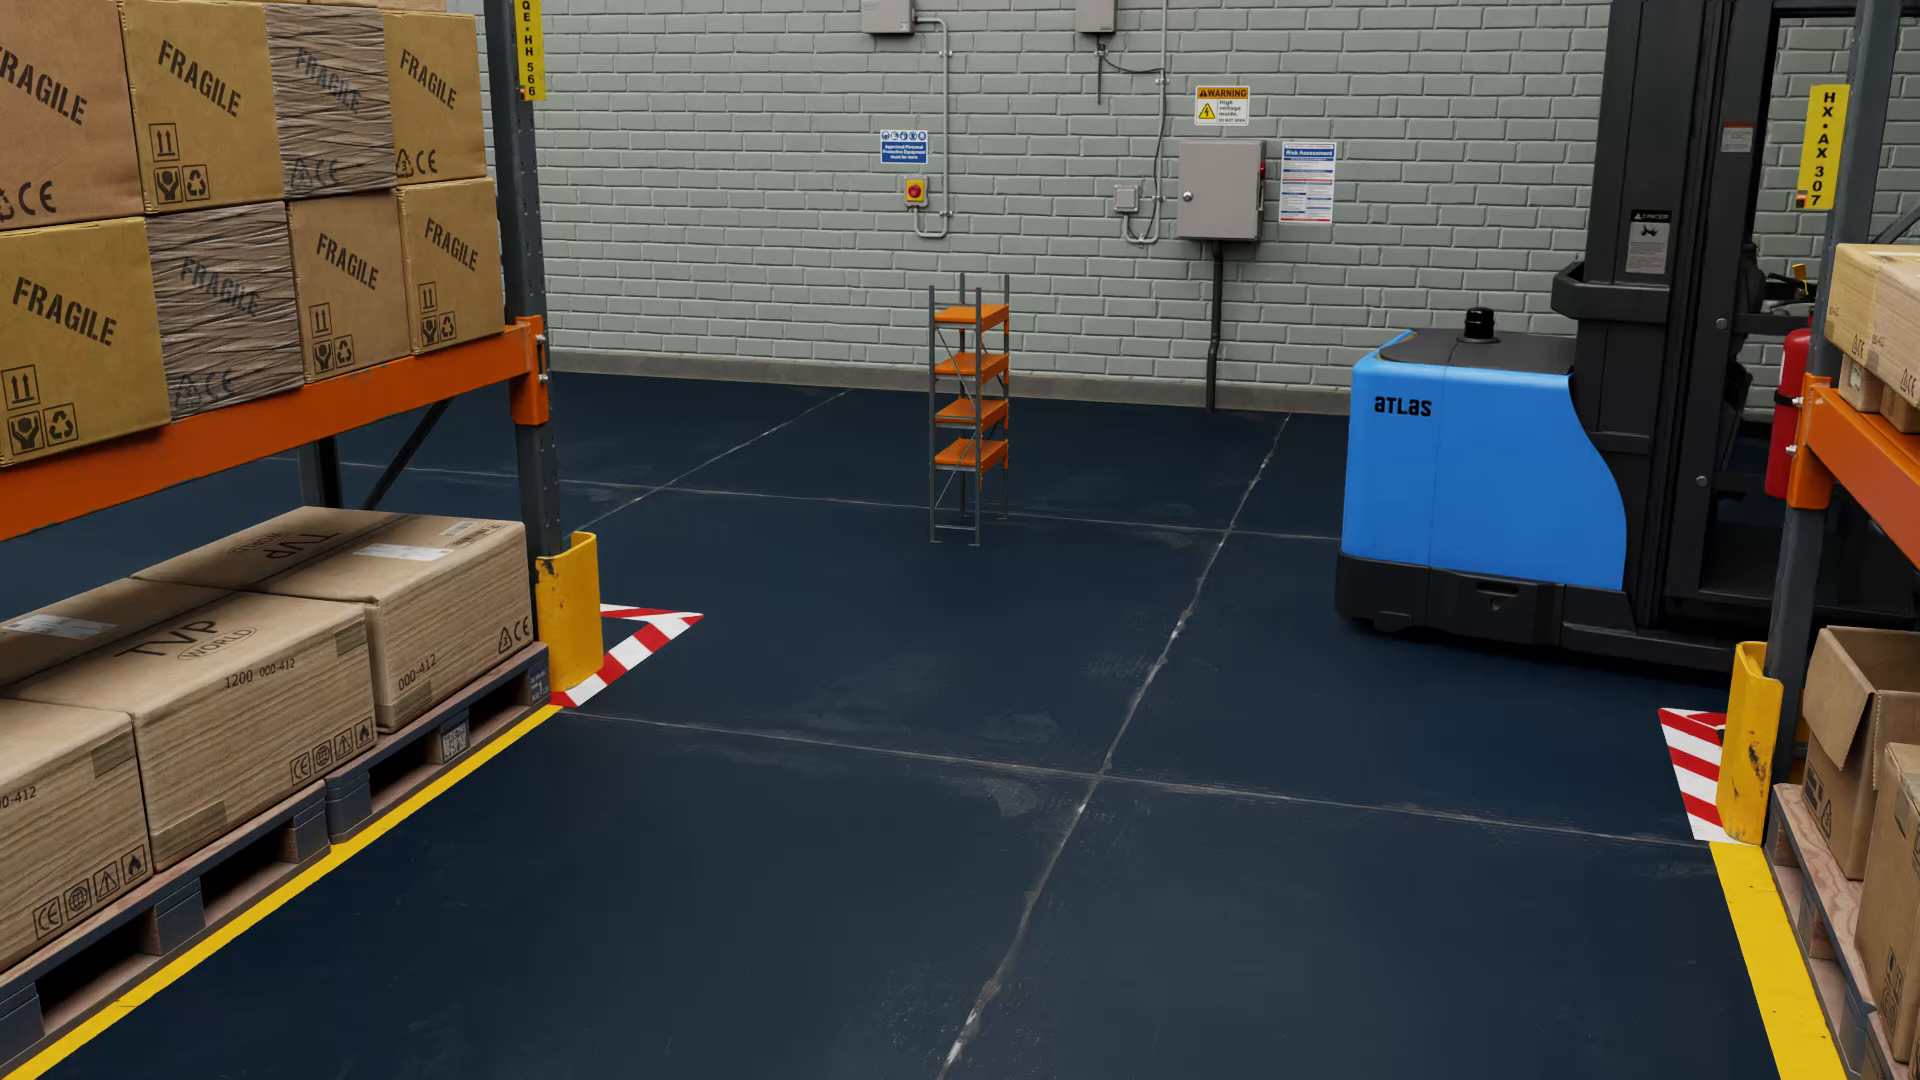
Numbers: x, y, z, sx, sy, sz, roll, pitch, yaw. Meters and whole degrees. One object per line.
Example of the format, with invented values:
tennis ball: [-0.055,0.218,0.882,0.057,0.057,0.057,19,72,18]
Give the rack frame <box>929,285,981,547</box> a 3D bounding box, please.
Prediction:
rack frame: [-0.022,-0.557,7.593,0.240,1.200,0.015,5,16,16]

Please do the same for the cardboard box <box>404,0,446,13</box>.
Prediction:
cardboard box: [-1.833,-1.711,5.161,0.380,0.149,0.250,5,17,17]

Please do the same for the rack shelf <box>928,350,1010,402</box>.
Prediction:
rack shelf: [0.047,-0.771,7.776,0.258,0.148,0.480,5,16,16]

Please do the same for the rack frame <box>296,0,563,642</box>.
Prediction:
rack frame: [-1.923,-0.979,5.785,1.000,3.000,0.127,5,16,16]

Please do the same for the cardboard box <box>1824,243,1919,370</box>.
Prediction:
cardboard box: [2.450,-0.569,4.067,0.500,0.250,0.500,5,17,16]

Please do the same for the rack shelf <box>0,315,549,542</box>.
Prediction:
rack shelf: [-2.491,-0.110,4.039,1.077,0.370,4.000,5,16,16]

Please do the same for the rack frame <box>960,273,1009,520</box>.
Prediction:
rack frame: [0.116,-0.684,8.043,0.240,1.200,0.015,5,16,16]

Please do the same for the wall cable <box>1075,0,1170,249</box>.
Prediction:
wall cable: [1.020,-2.838,10.477,0.588,1.984,0.122,5,16,16]

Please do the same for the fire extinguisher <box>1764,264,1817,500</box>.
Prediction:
fire extinguisher: [2.436,-0.453,4.755,0.296,0.674,0.183,5,16,16]

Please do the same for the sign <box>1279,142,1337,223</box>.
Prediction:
sign: [2.162,-2.226,10.353,0.329,0.494,0.001,5,16,16]

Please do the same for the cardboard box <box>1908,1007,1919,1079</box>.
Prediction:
cardboard box: [2.046,0.909,2.939,0.500,0.500,0.500,5,17,17]

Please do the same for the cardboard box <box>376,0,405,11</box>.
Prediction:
cardboard box: [-1.882,-1.643,4.920,0.380,0.149,0.250,5,17,17]

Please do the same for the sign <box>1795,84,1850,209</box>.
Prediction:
sign: [2.317,-1.054,4.462,0.100,0.325,0.005,5,16,16]

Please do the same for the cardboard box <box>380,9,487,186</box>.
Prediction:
cardboard box: [-1.832,-1.364,5.125,0.500,0.500,0.500,5,17,18]

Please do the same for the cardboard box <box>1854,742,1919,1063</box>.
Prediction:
cardboard box: [2.292,0.778,3.399,0.700,0.500,0.500,5,17,18]

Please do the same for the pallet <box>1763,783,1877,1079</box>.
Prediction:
pallet: [2.590,0.975,4.007,1.003,0.211,1.213,5,16,16]

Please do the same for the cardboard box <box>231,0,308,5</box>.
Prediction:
cardboard box: [-1.986,-1.506,4.438,0.380,0.149,0.250,5,17,17]

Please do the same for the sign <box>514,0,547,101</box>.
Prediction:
sign: [-1.407,-1.605,5.434,0.100,0.325,0.005,5,16,16]

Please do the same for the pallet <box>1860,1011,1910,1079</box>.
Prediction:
pallet: [2.241,1.293,2.885,1.003,0.211,1.213,5,16,16]

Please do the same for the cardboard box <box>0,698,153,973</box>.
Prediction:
cardboard box: [-2.525,0.707,3.764,0.875,0.438,0.875,4,16,14]

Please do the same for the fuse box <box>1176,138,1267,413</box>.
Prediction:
fuse box: [1.630,-1.636,10.460,0.539,1.711,0.414,5,16,16]

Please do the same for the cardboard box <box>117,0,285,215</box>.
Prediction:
cardboard box: [-2.096,-1.096,4.180,0.500,0.500,0.500,5,16,16]

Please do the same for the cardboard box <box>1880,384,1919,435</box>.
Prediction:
cardboard box: [2.453,-0.340,3.991,0.380,0.149,0.250,5,17,17]

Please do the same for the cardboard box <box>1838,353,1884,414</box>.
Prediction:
cardboard box: [2.481,-0.410,4.238,0.380,0.149,0.250,4,16,15]

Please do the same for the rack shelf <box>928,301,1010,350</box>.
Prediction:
rack shelf: [0.047,-0.999,7.711,0.258,0.148,0.480,5,16,16]

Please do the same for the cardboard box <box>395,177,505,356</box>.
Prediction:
cardboard box: [-1.806,-0.881,5.254,0.500,0.500,0.500,5,17,16]

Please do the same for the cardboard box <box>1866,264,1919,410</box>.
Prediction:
cardboard box: [2.307,-0.437,3.602,0.500,0.250,0.500,5,17,16]

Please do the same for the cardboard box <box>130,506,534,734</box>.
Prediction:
cardboard box: [-2.015,0.232,5.442,0.875,0.438,0.875,4,16,14]

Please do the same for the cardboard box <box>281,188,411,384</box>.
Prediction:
cardboard box: [-1.963,-0.751,4.796,0.500,0.500,0.500,4,16,15]

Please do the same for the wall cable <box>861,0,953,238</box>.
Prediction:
wall cable: [-0.343,-2.960,10.850,0.585,1.953,0.123,5,16,16]

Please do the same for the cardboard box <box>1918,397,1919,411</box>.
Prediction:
cardboard box: [2.166,-0.304,3.133,0.500,0.250,0.500,4,16,15]

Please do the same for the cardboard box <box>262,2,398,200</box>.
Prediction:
cardboard box: [-1.952,-1.225,4.635,0.500,0.500,0.500,5,16,16]

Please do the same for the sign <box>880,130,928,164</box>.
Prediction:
sign: [-0.372,-2.606,11.026,0.327,0.218,0.001,5,16,16]

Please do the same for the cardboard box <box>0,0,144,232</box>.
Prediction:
cardboard box: [-2.240,-0.964,3.717,0.500,0.500,0.500,5,16,15]

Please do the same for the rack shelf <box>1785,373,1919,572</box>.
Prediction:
rack shelf: [2.269,0.274,2.685,1.077,0.370,4.000,5,16,16]

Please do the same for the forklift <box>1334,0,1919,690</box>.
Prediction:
forklift: [3.036,-0.994,5.963,3.031,2.935,1.130,8,18,26]

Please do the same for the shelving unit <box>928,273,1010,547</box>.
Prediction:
shelving unit: [0.047,-0.621,7.818,0.258,1.200,0.503,5,16,16]

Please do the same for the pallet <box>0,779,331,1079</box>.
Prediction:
pallet: [-2.424,0.896,4.285,1.003,0.211,1.213,5,16,16]

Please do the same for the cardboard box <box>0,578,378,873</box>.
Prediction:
cardboard box: [-2.267,0.472,4.595,0.875,0.438,0.875,5,17,17]

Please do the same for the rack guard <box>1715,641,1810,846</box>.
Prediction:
rack guard: [2.816,0.627,4.703,1.175,0.500,0.348,5,16,16]

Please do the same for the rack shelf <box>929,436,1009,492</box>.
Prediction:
rack shelf: [0.047,-0.365,7.891,0.258,0.148,0.480,5,16,16]

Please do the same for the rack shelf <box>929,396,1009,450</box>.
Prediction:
rack shelf: [0.047,-0.556,7.837,0.258,0.148,0.480,5,16,16]

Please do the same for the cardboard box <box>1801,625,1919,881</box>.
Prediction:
cardboard box: [2.572,0.556,4.177,0.797,0.503,0.637,4,16,14]

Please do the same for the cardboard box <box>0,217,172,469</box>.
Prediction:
cardboard box: [-2.234,-0.479,3.839,0.500,0.500,0.500,5,17,18]

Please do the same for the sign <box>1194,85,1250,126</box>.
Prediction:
sign: [1.635,-2.711,10.377,0.339,0.242,0.001,5,16,16]

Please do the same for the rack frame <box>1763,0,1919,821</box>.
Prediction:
rack frame: [2.837,-0.595,4.432,1.000,3.000,0.127,5,16,16]

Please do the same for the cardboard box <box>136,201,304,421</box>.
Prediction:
cardboard box: [-2.100,-0.615,4.318,0.500,0.500,0.500,5,17,17]

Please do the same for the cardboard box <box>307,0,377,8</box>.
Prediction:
cardboard box: [-1.875,-1.569,4.659,0.380,0.149,0.250,4,16,15]

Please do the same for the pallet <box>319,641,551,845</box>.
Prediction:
pallet: [-2.075,0.577,5.407,1.003,0.211,1.213,5,16,16]

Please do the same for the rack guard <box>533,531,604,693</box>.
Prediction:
rack guard: [-1.916,0.217,6.149,1.175,0.500,0.348,5,16,16]
